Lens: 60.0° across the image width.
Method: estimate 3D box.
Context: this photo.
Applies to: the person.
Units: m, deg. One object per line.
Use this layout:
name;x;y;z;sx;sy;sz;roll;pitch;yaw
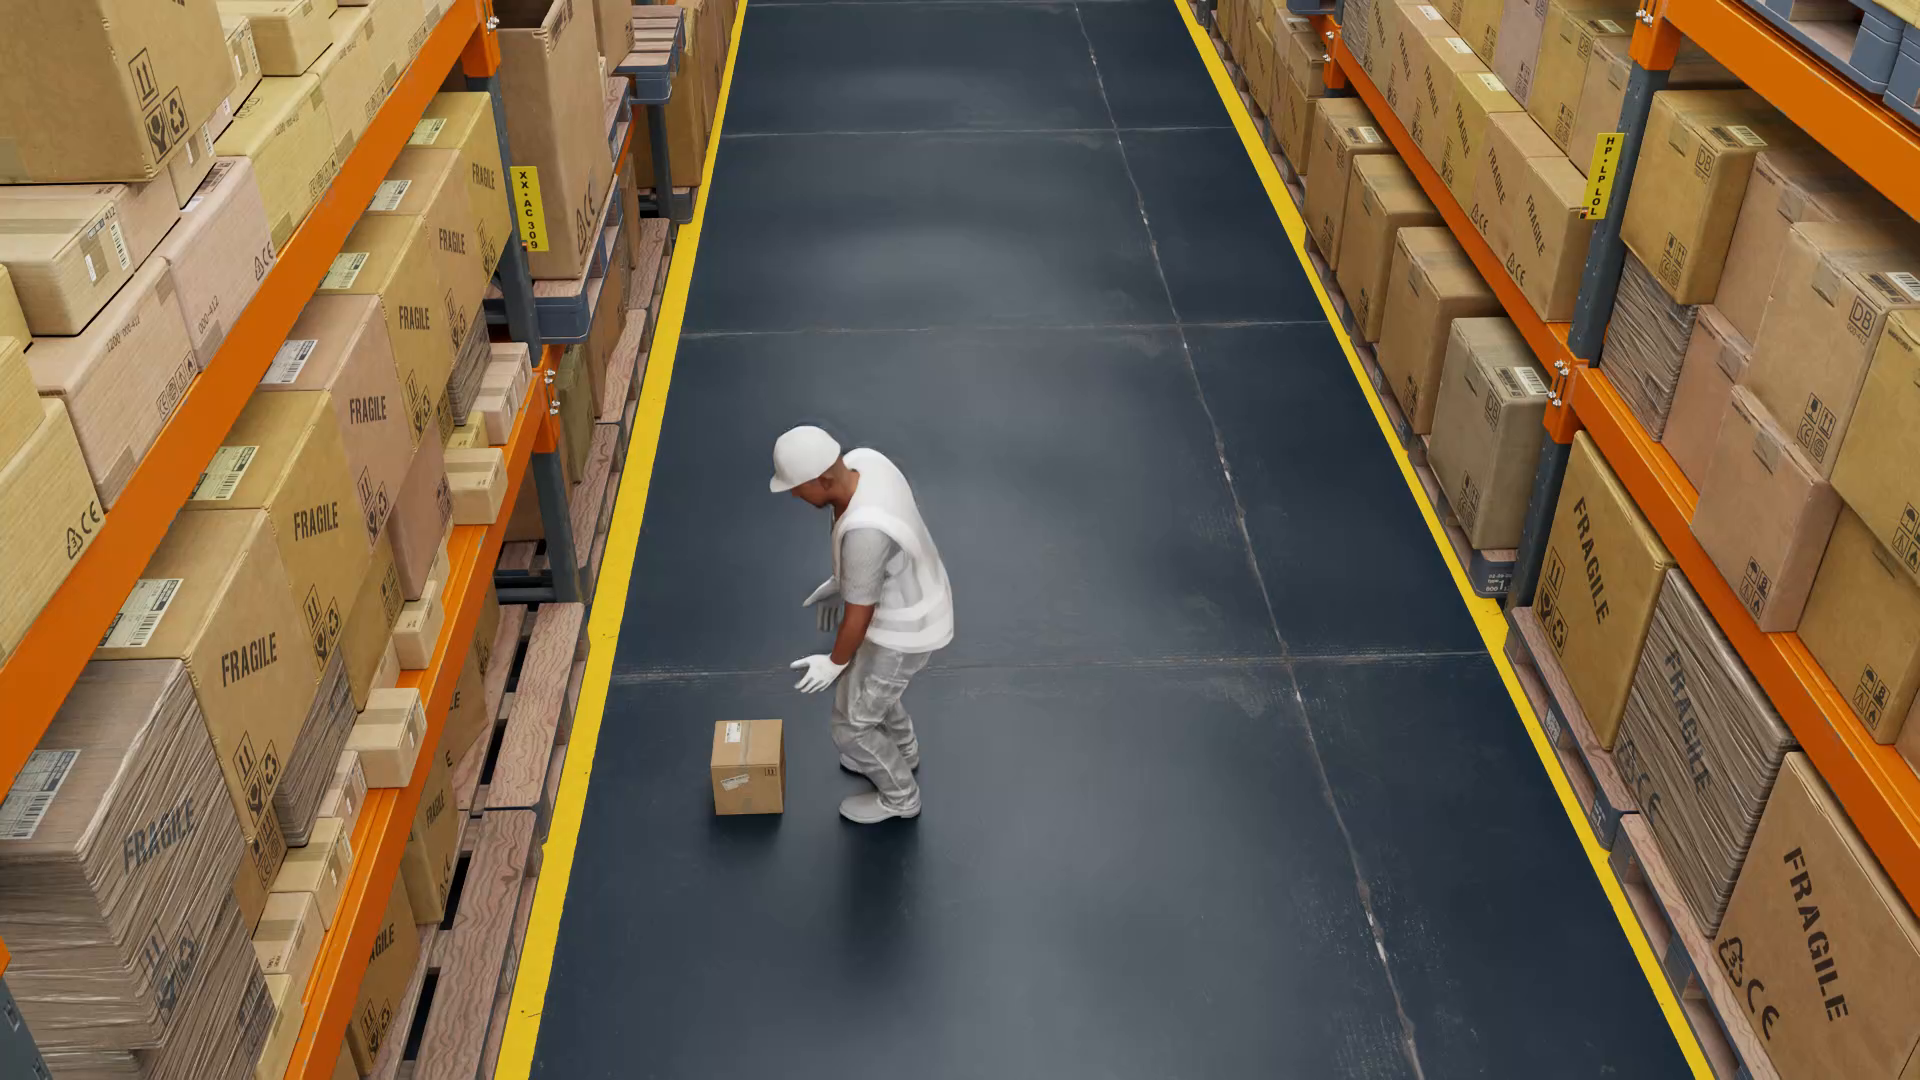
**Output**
person;-0.324;0.299;5.841;0.606;1.624;0.598;-1;35;-1
